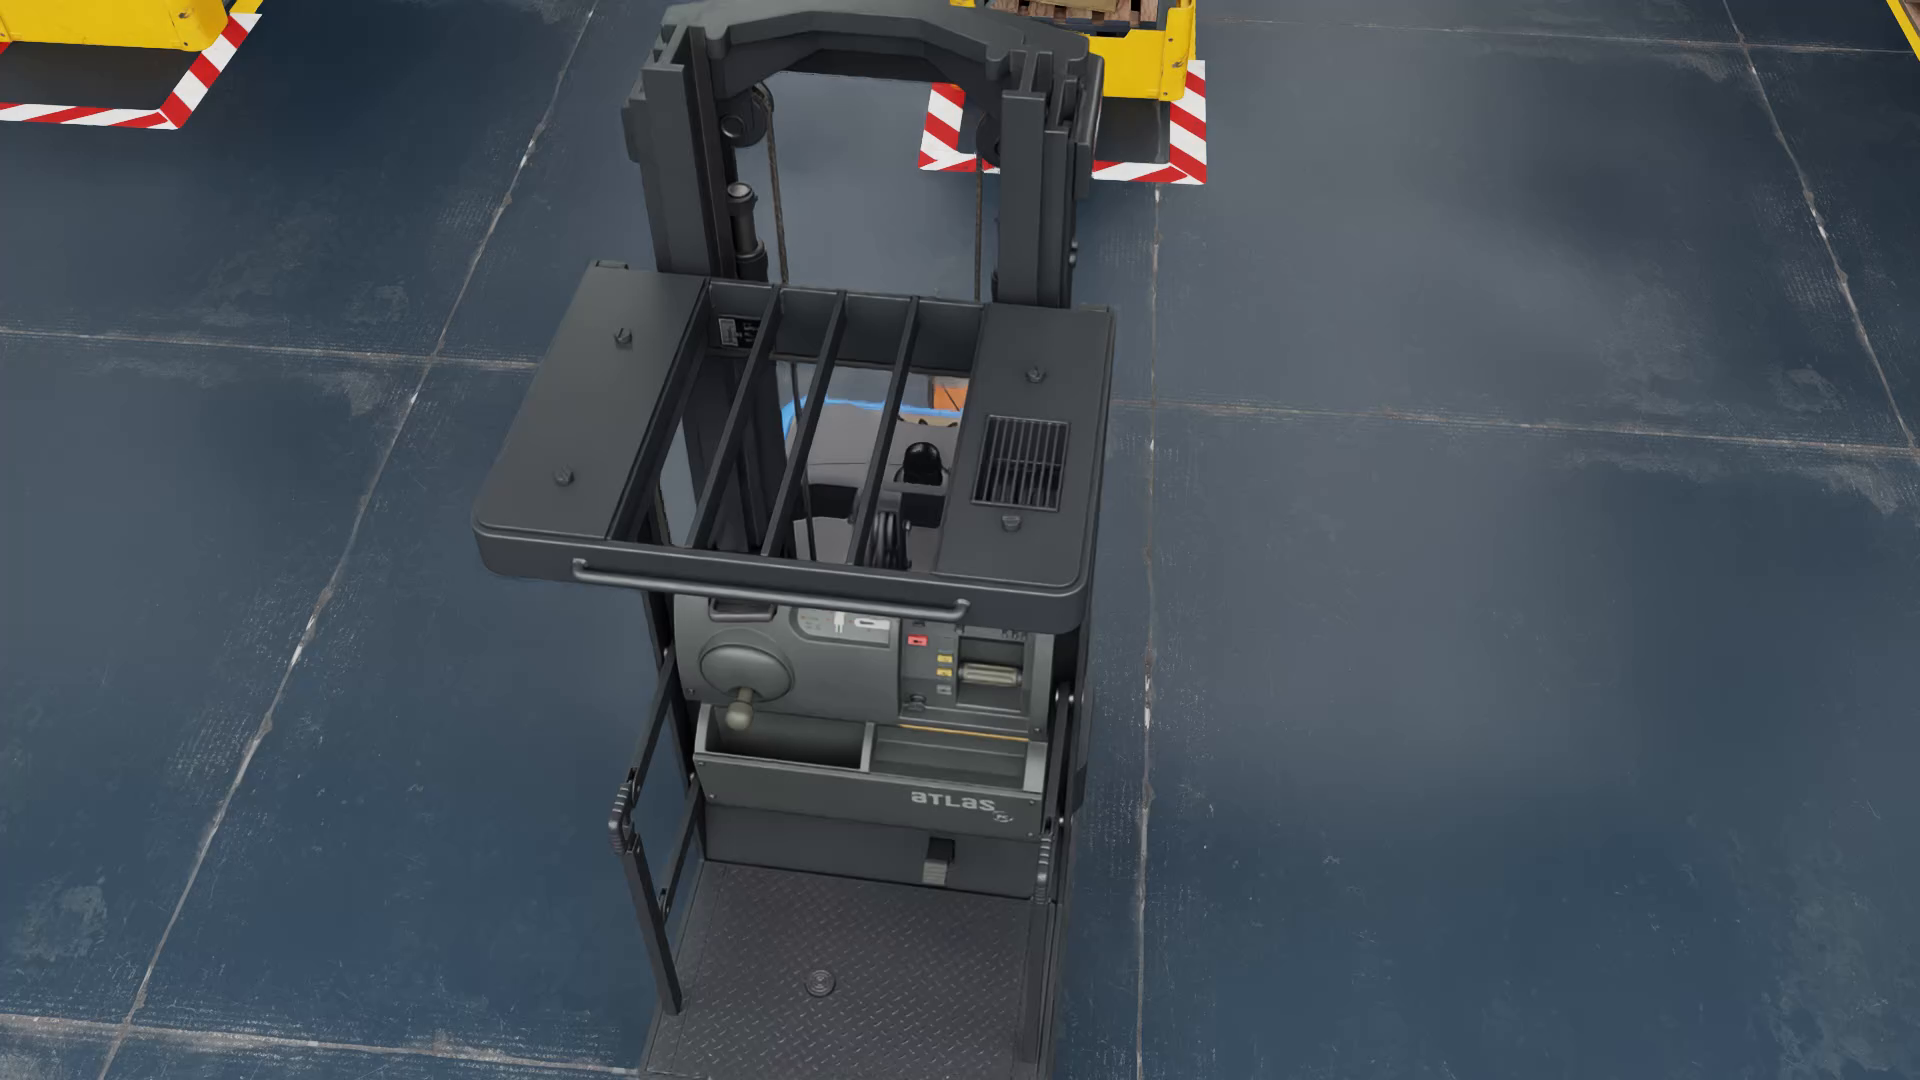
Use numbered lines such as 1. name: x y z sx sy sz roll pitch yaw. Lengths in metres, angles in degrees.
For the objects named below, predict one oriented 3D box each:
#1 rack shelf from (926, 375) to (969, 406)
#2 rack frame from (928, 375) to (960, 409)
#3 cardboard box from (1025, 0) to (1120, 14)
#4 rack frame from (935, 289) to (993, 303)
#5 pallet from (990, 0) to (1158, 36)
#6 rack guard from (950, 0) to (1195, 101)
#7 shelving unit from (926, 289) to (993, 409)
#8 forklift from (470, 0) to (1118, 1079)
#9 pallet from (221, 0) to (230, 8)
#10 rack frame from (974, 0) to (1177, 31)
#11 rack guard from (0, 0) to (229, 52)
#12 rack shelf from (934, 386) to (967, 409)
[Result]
1. rack shelf: 0.005 -0.578 5.697 0.215 0.259 0.240 4 48 4
2. rack frame: -0.006 -0.304 5.817 0.200 1.050 0.008 4 48 4
3. cardboard box: 0.609 -3.049 8.415 0.500 0.500 0.500 12 49 11
4. rack frame: 0.016 -0.483 5.981 0.200 1.050 0.008 4 48 4
5. pallet: 0.652 -3.002 8.853 1.003 0.211 1.213 4 48 4
6. rack guard: 0.543 -2.505 8.202 1.175 0.500 0.348 4 48 4
7. shelving unit: 0.005 -0.394 5.899 0.215 1.050 0.252 4 48 4
8. forklift: -0.264 0.397 3.901 1.130 2.935 3.031 6 48 5
9. pallet: -4.357 -3.340 9.162 1.003 0.211 1.213 4 48 4
10. rack frame: 0.536 -3.293 7.229 1.000 3.000 0.127 4 48 4
11. rack guard: -4.436 -2.841 8.510 1.175 0.500 0.348 4 48 4
12. rack shelf: 0.005 -0.386 5.906 0.215 0.259 0.240 4 48 4
